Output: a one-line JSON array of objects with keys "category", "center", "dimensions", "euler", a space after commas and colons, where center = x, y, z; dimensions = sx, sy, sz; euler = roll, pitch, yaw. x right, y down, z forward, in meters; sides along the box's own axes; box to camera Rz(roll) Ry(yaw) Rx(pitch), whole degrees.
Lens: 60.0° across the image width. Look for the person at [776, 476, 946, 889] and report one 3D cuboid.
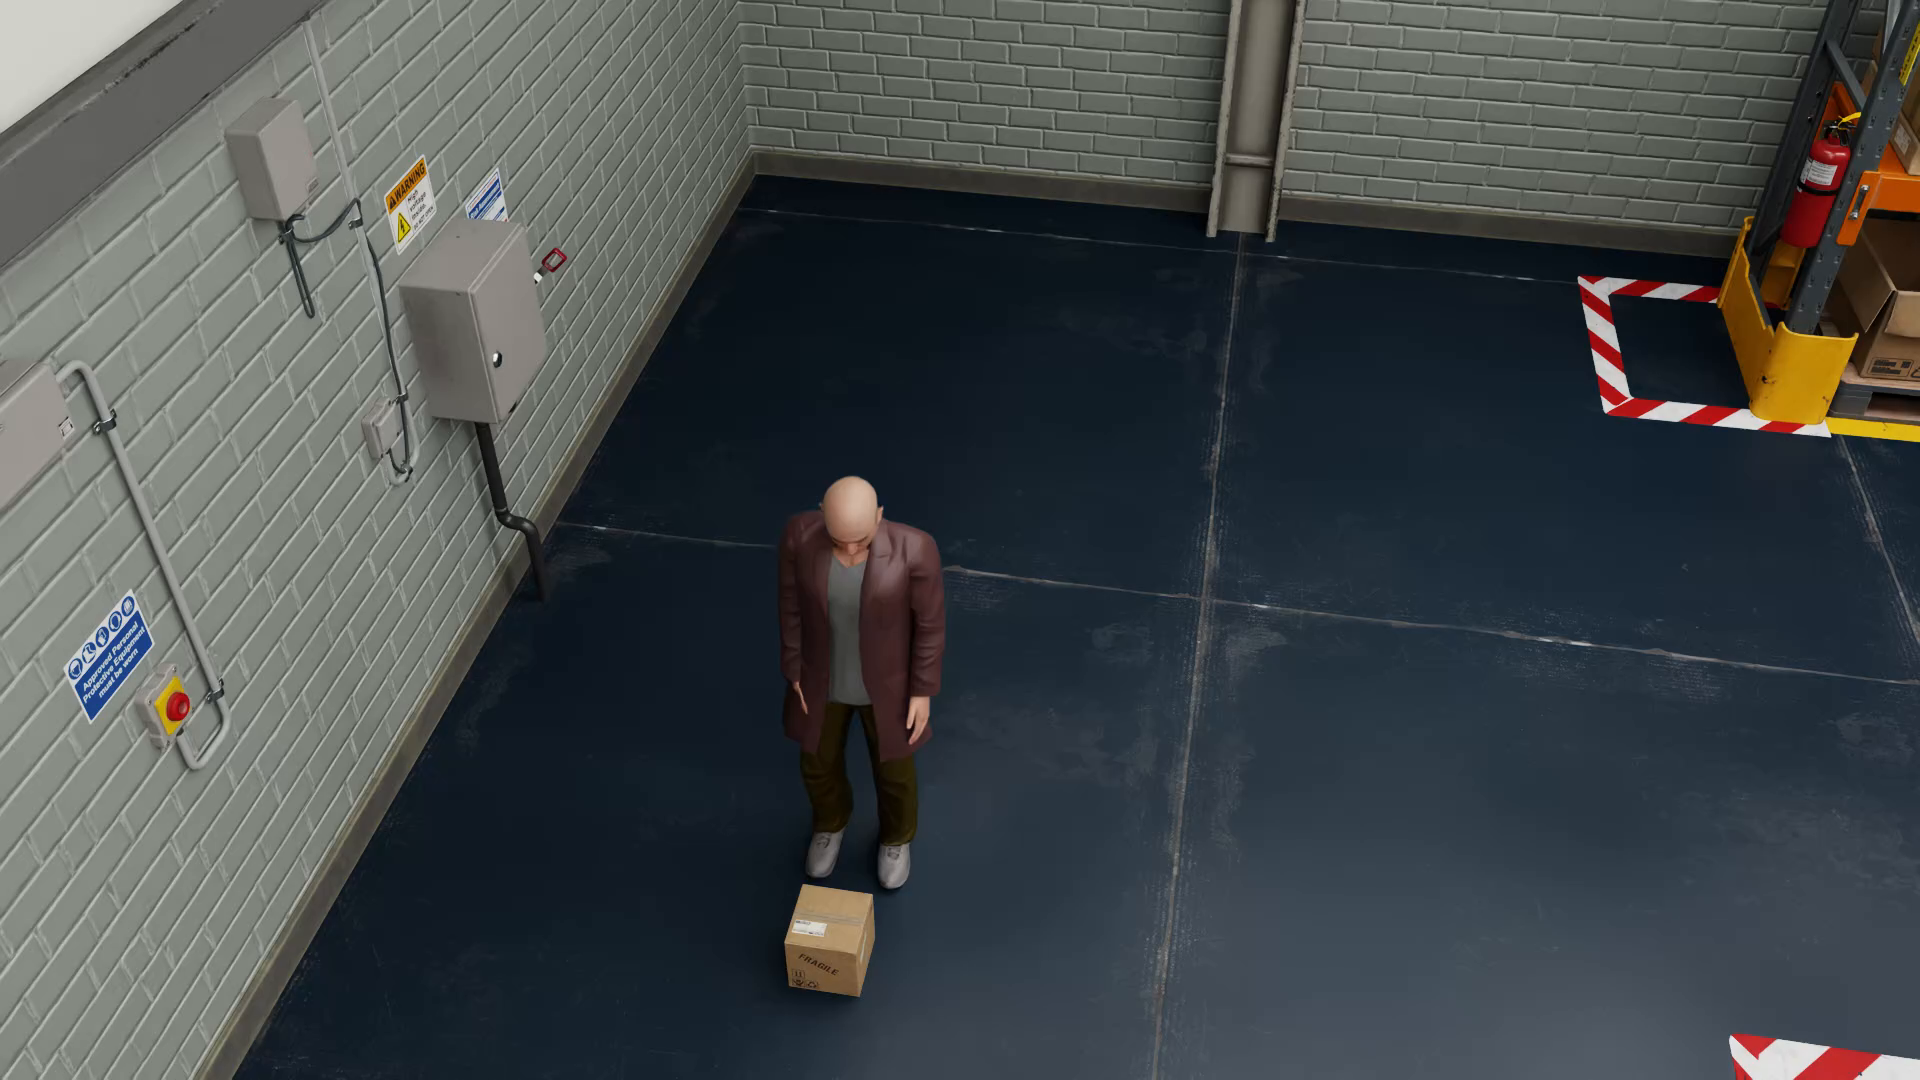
[{"category": "person", "center": [-0.332, 0.482, 5.617], "dimensions": [0.572, 1.757, 0.380], "euler": [7, 41, 9]}]
